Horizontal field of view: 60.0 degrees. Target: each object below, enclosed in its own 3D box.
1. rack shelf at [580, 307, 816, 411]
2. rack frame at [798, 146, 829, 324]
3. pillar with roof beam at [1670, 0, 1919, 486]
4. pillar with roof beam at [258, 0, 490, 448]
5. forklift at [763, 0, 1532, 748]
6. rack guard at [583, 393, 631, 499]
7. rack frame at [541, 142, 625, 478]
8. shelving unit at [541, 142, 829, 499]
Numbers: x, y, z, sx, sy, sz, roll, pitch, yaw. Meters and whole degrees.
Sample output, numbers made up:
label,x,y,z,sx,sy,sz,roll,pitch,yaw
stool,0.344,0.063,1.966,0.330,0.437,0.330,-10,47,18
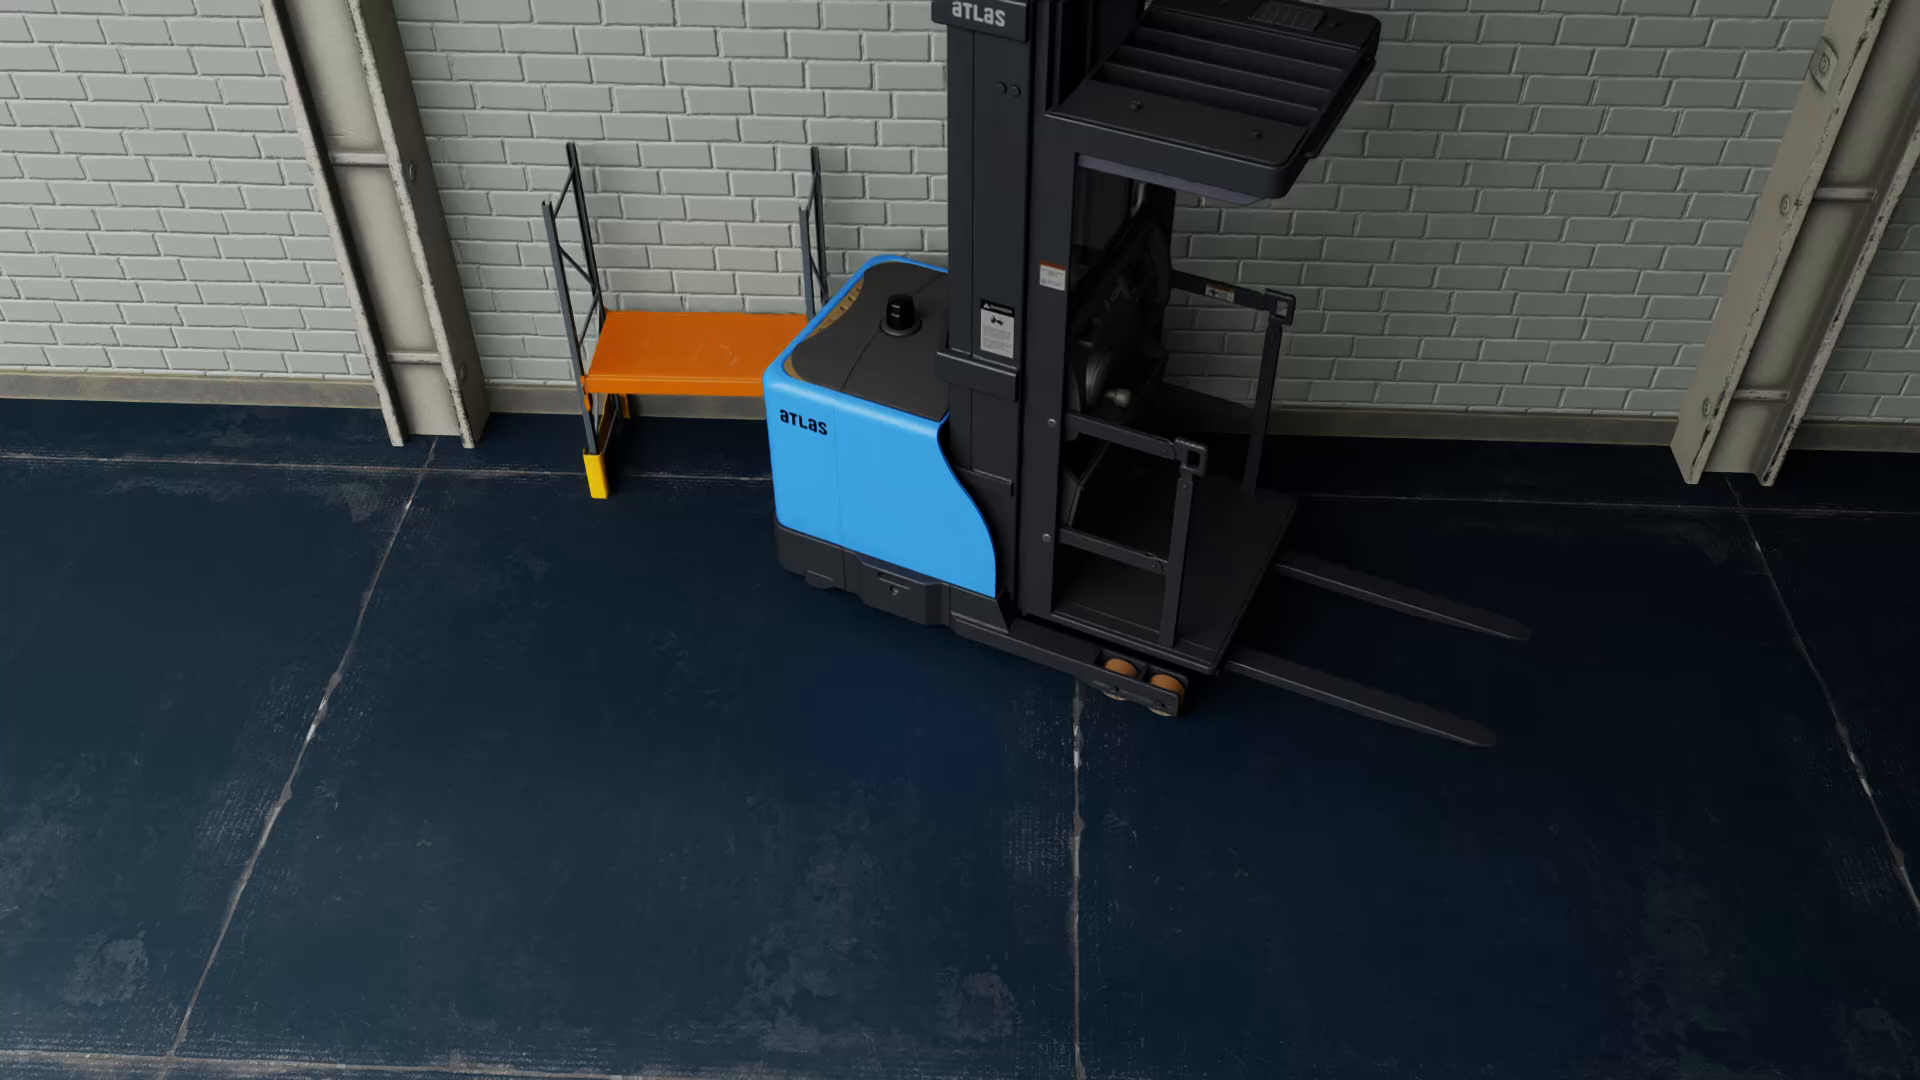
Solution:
label,x,y,z,sx,sy,sz,roll,pitch,yaw
rack shelf,-1.117,-0.793,7.350,1.000,0.185,0.538,1,43,2
rack frame,-0.609,-0.912,7.214,0.032,1.500,0.500,1,43,2
pillar with roof beam,3.336,-0.719,1.505,0.400,9.000,9.100,2,43,2
pillar with roof beam,-2.658,-0.903,1.703,0.400,9.000,9.100,2,43,2
forklift,0.770,-0.793,6.036,3.031,2.935,1.130,18,46,19
rack guard,-1.624,-0.480,7.667,0.087,0.250,0.587,1,43,2
rack frame,-1.625,-0.937,7.241,0.032,1.500,0.500,1,43,2
shelving unit,-1.126,-0.925,7.228,1.083,1.500,0.587,1,43,2
